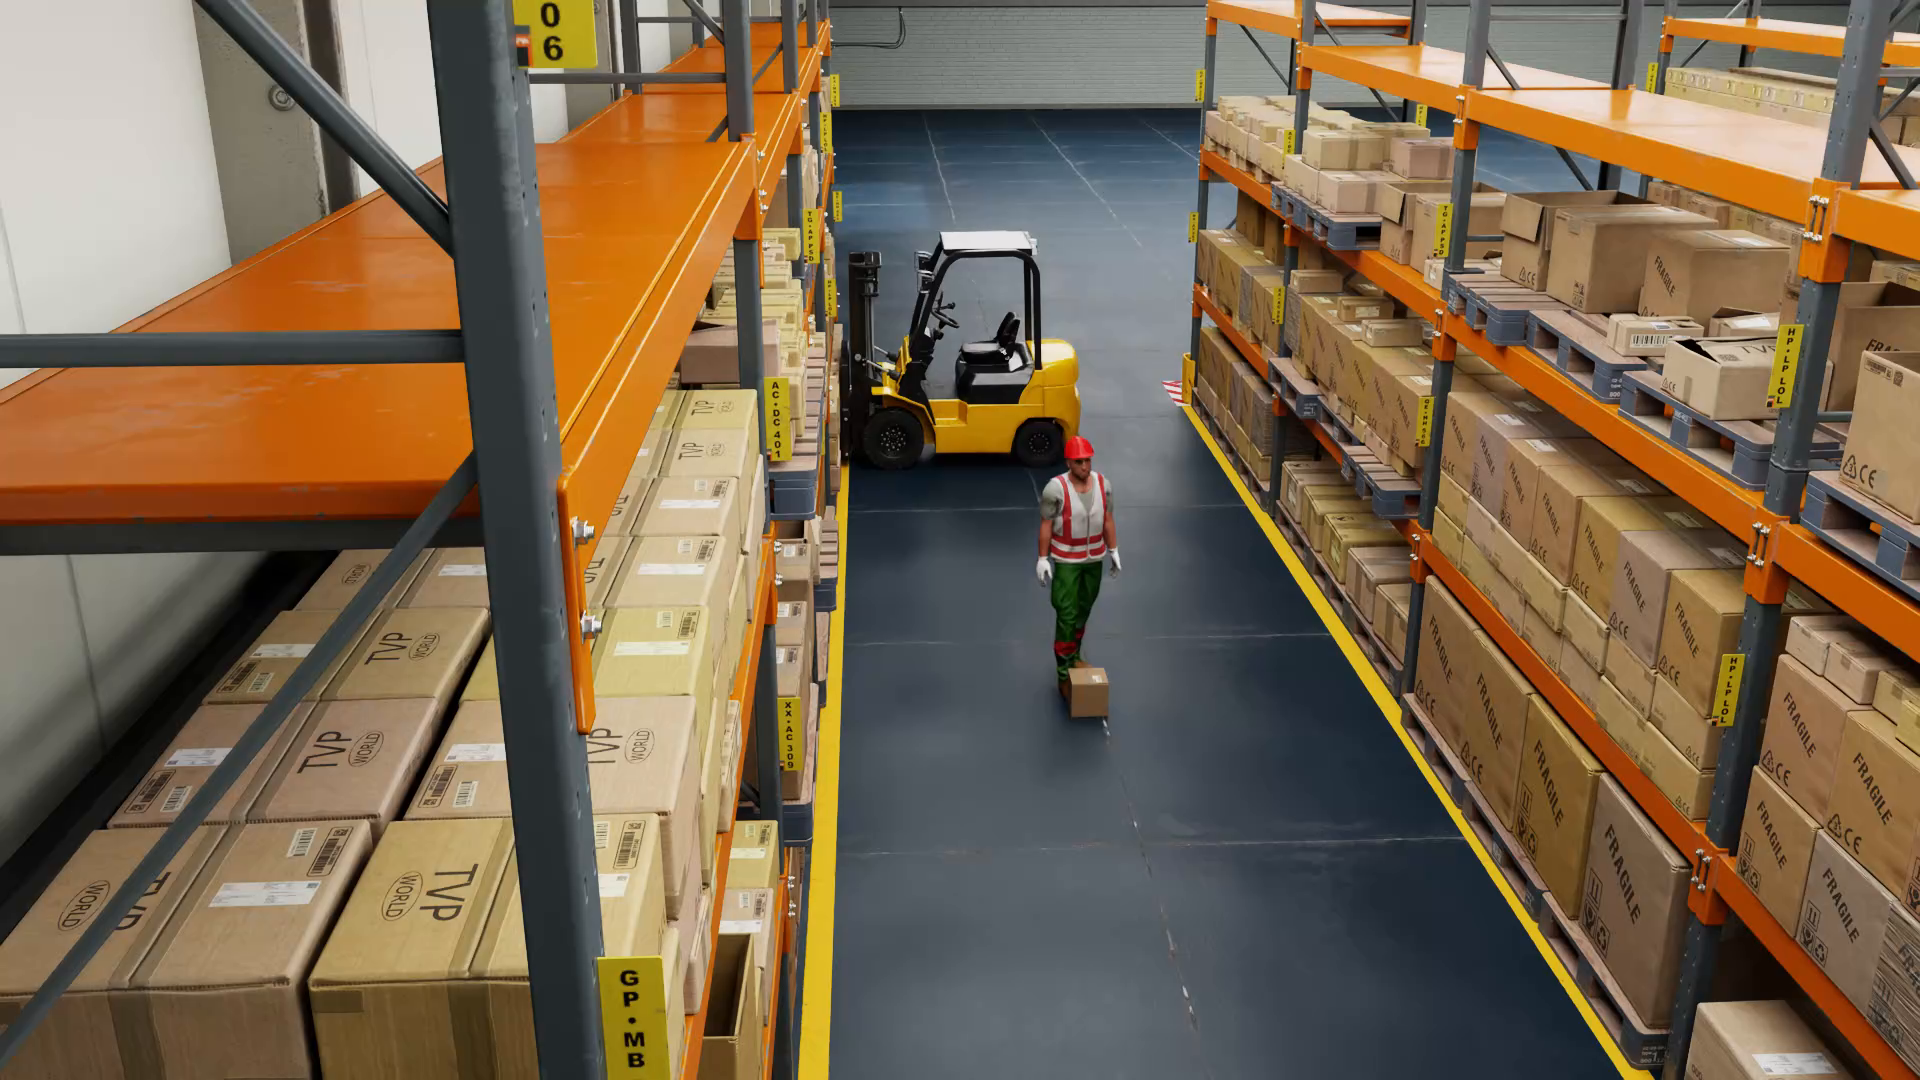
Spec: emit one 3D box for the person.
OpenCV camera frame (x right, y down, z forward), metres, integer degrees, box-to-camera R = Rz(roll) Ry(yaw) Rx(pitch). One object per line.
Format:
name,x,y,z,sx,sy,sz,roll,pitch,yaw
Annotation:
person,0.872,0.161,11.429,0.590,1.779,0.608,-10,22,-25
